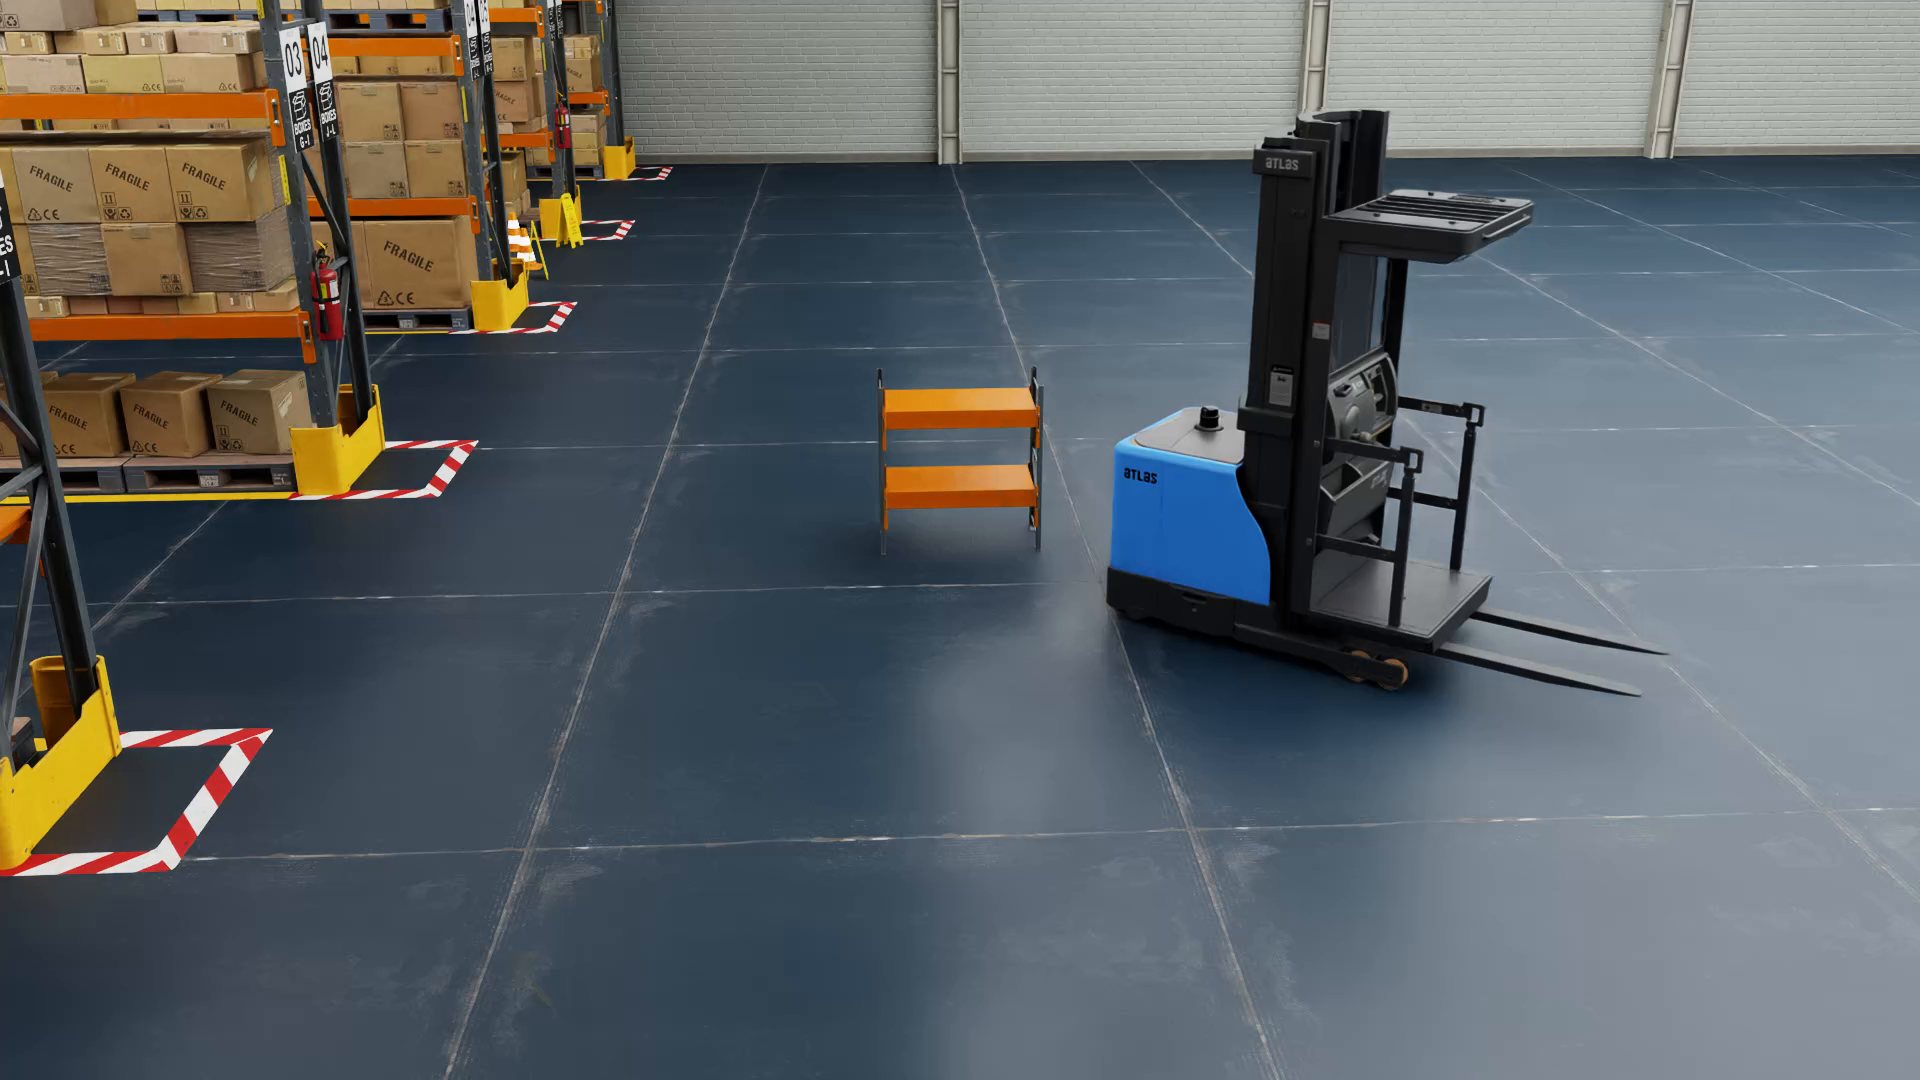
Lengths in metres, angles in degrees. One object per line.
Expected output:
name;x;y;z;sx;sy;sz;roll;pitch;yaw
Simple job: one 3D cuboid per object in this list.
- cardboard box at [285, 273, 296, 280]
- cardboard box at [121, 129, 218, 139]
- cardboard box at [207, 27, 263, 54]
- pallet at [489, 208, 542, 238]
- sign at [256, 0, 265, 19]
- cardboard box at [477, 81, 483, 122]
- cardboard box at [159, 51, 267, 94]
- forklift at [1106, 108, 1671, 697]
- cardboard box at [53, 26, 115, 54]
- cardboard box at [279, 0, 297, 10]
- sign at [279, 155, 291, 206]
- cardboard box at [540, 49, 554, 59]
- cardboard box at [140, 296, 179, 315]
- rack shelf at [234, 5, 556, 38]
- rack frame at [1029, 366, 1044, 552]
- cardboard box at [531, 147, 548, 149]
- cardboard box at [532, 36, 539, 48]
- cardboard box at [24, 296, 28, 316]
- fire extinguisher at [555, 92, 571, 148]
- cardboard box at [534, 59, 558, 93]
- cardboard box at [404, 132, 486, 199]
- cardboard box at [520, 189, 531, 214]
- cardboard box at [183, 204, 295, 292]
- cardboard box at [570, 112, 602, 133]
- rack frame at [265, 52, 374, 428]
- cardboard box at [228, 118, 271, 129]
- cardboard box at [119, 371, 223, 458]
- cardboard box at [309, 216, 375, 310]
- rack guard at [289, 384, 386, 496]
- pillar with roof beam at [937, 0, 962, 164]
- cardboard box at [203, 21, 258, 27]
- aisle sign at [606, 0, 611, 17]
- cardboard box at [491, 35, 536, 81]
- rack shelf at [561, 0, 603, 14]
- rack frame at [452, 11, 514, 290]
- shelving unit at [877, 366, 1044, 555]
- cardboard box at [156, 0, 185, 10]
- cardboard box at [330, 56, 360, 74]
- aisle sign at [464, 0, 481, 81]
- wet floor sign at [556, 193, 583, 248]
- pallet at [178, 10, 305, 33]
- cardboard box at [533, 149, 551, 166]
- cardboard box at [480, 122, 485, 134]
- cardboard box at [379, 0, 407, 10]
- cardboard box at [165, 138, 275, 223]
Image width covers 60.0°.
cardboard box;-4.858;-1.894;12.234;0.250;0.149;0.380;-1;21;-3
cardboard box;-5.624;-2.664;11.938;0.500;0.500;0.500;-1;21;-3
cardboard box;-4.819;-3.334;11.098;0.250;0.149;0.380;-1;21;-3
pallet;-6.014;-4.144;21.710;1.213;0.211;1.003;-1;21;-3
sign;-4.548;-3.551;10.772;0.005;0.325;0.100;-1;21;-3
cardboard box;-6.152;-5.521;20.849;0.500;0.500;0.500;-1;21;-3
cardboard box;-5.026;-3.165;11.212;0.500;0.250;0.500;-1;21;-2
forklift;2.382;-0.772;9.030;3.031;2.935;1.130;14;25;32
cardboard box;-5.856;-3.352;11.144;0.250;0.149;0.380;-1;21;-2
cardboard box;-6.323;-5.071;15.632;0.250;0.149;0.380;-1;21;-3
sign;-4.548;-2.424;11.201;0.005;0.325;0.100;-1;21;-3
cardboard box;-6.258;-7.460;25.448;0.250;0.149;0.380;-1;21;-2
cardboard box;-5.579;-1.708;11.746;0.250;0.149;0.380;-1;21;-3
rack shelf;-7.122;-6.478;20.716;4.000;0.370;1.077;-1;21;-3
rack frame;0.501;-0.536;10.948;0.032;1.125;0.500;-1;21;-3
cardboard box;-6.382;-6.234;25.851;0.500;0.250;0.500;-1;21;-4
cardboard box;-6.515;-7.613;25.432;0.250;0.149;0.380;-1;21;-3
cardboard box;-6.577;-1.688;11.692;0.250;0.149;0.380;-1;21;-3
fire extinguisher;-4.985;-5.256;20.818;0.183;0.674;0.296;-1;21;-3
cardboard box;-6.407;-7.153;25.551;0.500;0.500;0.500;-1;21;-1
cardboard box;-5.110;-3.743;16.526;0.550;0.550;0.875;-1;21;-3
cardboard box;-5.946;-4.446;21.858;0.500;0.250;0.500;-1;21;-3
cardboard box;-5.110;-2.117;11.907;0.500;0.500;0.875;-1;21;-3
cardboard box;-5.854;-6.475;25.780;0.500;0.250;0.500;0;21;-1
rack frame;-4.560;-1.933;11.982;0.127;3.000;1.000;-1;21;-3
cardboard box;-6.747;-4.214;16.244;0.500;0.550;0.875;-1;21;-3
cardboard box;-5.779;-0.930;12.270;0.500;0.500;0.500;4;21;11
cardboard box;-6.293;-2.844;16.772;0.875;0.875;0.875;-1;21;-4
rack guard;-4.635;-0.763;12.423;0.348;0.500;1.175;-1;21;-3
pillar with roof beam;0.077;-8.919;21.899;0.400;9.000;9.100;-1;21;-3
cardboard box;-5.112;-3.557;11.681;0.250;0.149;0.380;-1;21;-2
aisle sign;-5.330;-8.328;25.126;0.004;0.787;0.394;-1;21;-3
cardboard box;-5.623;-6.018;20.749;0.500;0.500;0.700;-2;21;-4
rack shelf;-7.409;-8.241;25.347;4.000;0.370;1.077;-1;21;-3
rack frame;-4.742;-3.697;16.615;0.127;3.000;1.000;-1;21;-3
shelving unit;-0.007;-0.526;10.920;1.048;1.125;0.538;-1;21;-3
cardboard box;-7.337;-5.051;15.578;0.250;0.149;0.380;-1;21;-4
cardboard box;-7.653;-5.960;20.596;0.500;0.500;0.700;-2;21;-4
aisle sign;-4.654;-4.807;15.876;0.004;0.787;0.394;-1;21;-3
wet floor sign;-4.874;-3.977;20.659;0.232;0.644;0.267;6;22;16
pallet;-6.703;-5.013;15.980;1.213;0.211;1.003;-1;21;-3
cardboard box;-6.360;-5.999;25.936;0.500;0.250;0.500;-1;21;-3
cardboard box;-5.990;-5.210;20.943;0.250;0.149;0.380;-2;21;-4
cardboard box;-5.306;-5.092;15.687;0.250;0.149;0.380;-1;21;-3
cardboard box;-5.095;-2.487;11.473;0.500;0.500;0.500;-1;21;-3
